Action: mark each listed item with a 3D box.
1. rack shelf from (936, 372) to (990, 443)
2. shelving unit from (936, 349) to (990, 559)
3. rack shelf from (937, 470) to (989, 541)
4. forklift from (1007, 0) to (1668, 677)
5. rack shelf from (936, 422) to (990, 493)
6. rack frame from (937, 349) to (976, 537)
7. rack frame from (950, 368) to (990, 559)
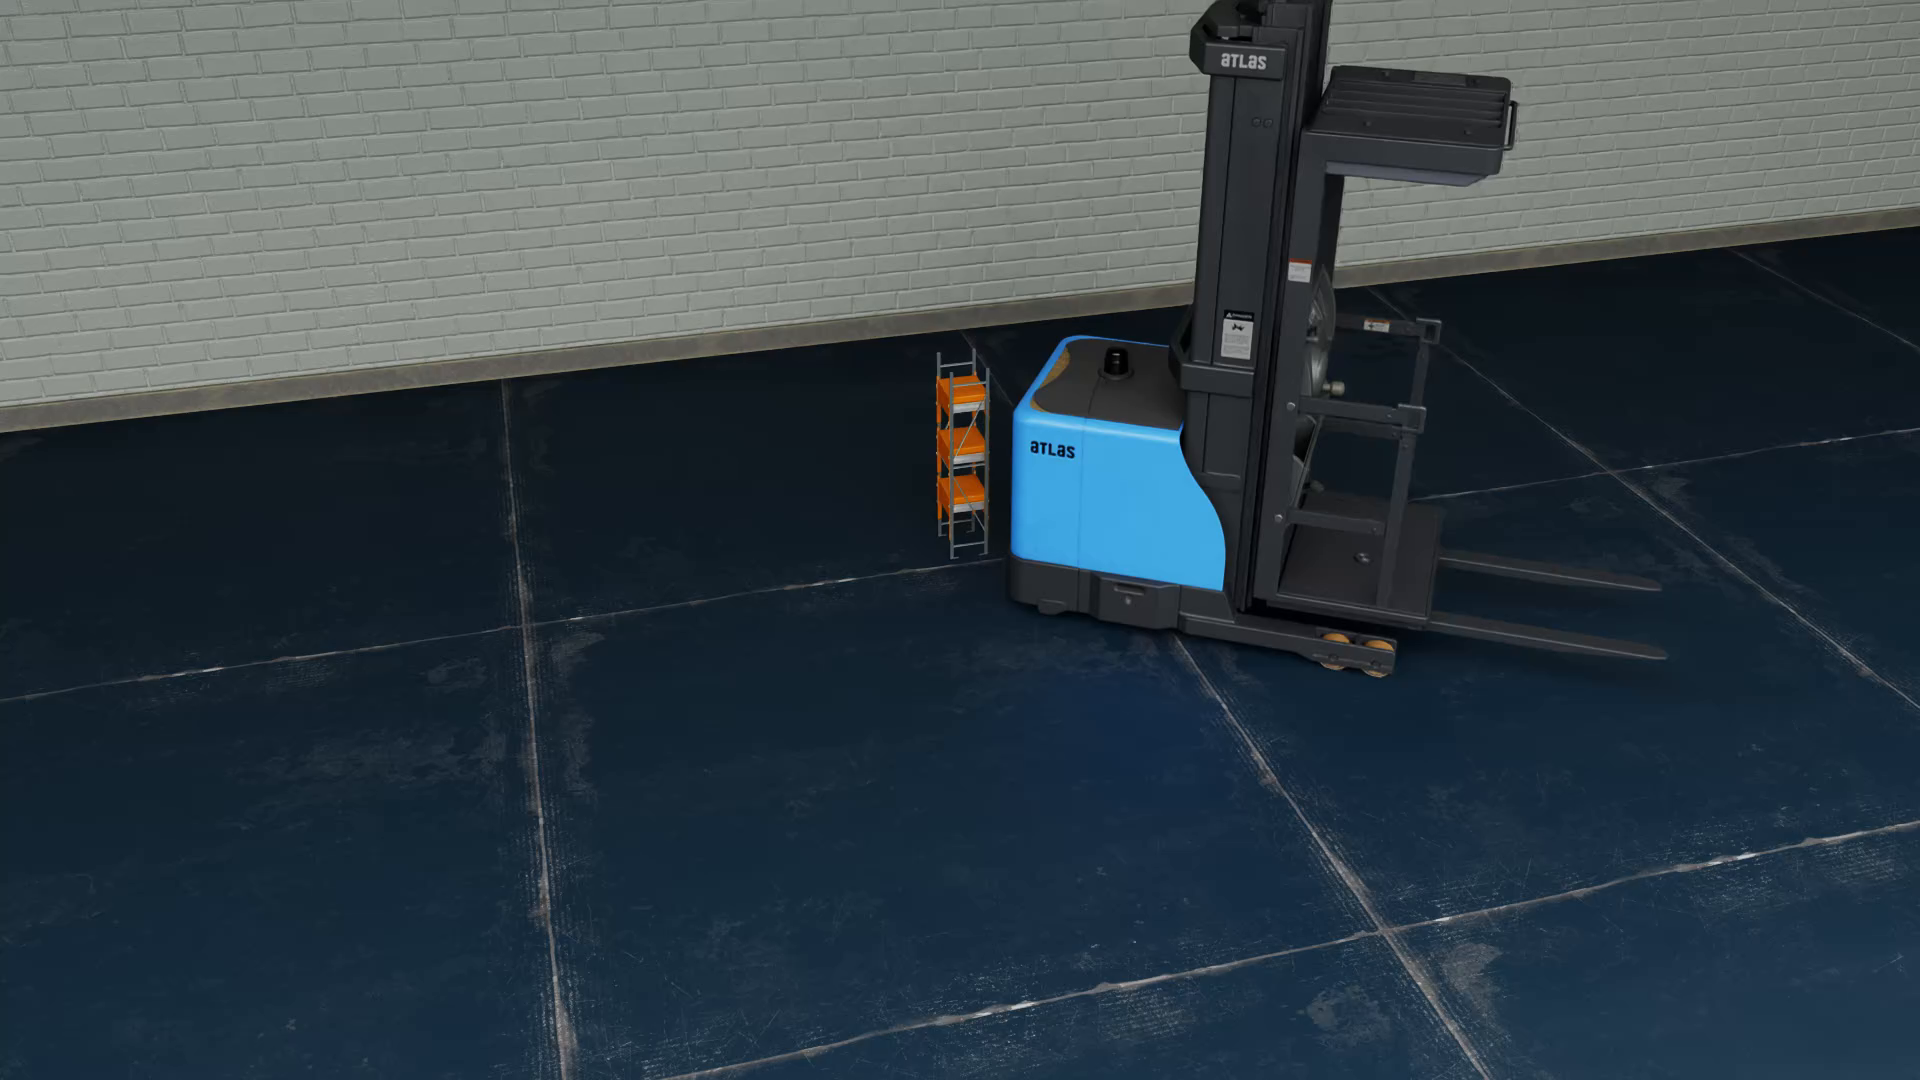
[{"bbox_3d":[0.014,-0.665,8.306,0.215,0.259,0.240,-8,31,-13],"label":"rack shelf"},{"bbox_3d":[0.014,-0.429,8.442,0.215,1.050,0.252,-8,31,-13],"label":"shelving unit"},{"bbox_3d":[0.014,-0.179,8.587,0.215,0.259,0.240,-8,31,-13],"label":"rack shelf"},{"bbox_3d":[1.805,-0.937,7.443,3.031,2.935,1.130,9,31,15],"label":"forklift"},{"bbox_3d":[0.014,-0.419,8.448,0.215,0.259,0.240,-8,31,-13],"label":"rack shelf"},{"bbox_3d":[-0.018,-0.487,8.544,0.200,1.050,0.008,-8,31,-13],"label":"rack frame"},{"bbox_3d":[0.047,-0.370,8.341,0.200,1.050,0.008,-8,31,-13],"label":"rack frame"}]
